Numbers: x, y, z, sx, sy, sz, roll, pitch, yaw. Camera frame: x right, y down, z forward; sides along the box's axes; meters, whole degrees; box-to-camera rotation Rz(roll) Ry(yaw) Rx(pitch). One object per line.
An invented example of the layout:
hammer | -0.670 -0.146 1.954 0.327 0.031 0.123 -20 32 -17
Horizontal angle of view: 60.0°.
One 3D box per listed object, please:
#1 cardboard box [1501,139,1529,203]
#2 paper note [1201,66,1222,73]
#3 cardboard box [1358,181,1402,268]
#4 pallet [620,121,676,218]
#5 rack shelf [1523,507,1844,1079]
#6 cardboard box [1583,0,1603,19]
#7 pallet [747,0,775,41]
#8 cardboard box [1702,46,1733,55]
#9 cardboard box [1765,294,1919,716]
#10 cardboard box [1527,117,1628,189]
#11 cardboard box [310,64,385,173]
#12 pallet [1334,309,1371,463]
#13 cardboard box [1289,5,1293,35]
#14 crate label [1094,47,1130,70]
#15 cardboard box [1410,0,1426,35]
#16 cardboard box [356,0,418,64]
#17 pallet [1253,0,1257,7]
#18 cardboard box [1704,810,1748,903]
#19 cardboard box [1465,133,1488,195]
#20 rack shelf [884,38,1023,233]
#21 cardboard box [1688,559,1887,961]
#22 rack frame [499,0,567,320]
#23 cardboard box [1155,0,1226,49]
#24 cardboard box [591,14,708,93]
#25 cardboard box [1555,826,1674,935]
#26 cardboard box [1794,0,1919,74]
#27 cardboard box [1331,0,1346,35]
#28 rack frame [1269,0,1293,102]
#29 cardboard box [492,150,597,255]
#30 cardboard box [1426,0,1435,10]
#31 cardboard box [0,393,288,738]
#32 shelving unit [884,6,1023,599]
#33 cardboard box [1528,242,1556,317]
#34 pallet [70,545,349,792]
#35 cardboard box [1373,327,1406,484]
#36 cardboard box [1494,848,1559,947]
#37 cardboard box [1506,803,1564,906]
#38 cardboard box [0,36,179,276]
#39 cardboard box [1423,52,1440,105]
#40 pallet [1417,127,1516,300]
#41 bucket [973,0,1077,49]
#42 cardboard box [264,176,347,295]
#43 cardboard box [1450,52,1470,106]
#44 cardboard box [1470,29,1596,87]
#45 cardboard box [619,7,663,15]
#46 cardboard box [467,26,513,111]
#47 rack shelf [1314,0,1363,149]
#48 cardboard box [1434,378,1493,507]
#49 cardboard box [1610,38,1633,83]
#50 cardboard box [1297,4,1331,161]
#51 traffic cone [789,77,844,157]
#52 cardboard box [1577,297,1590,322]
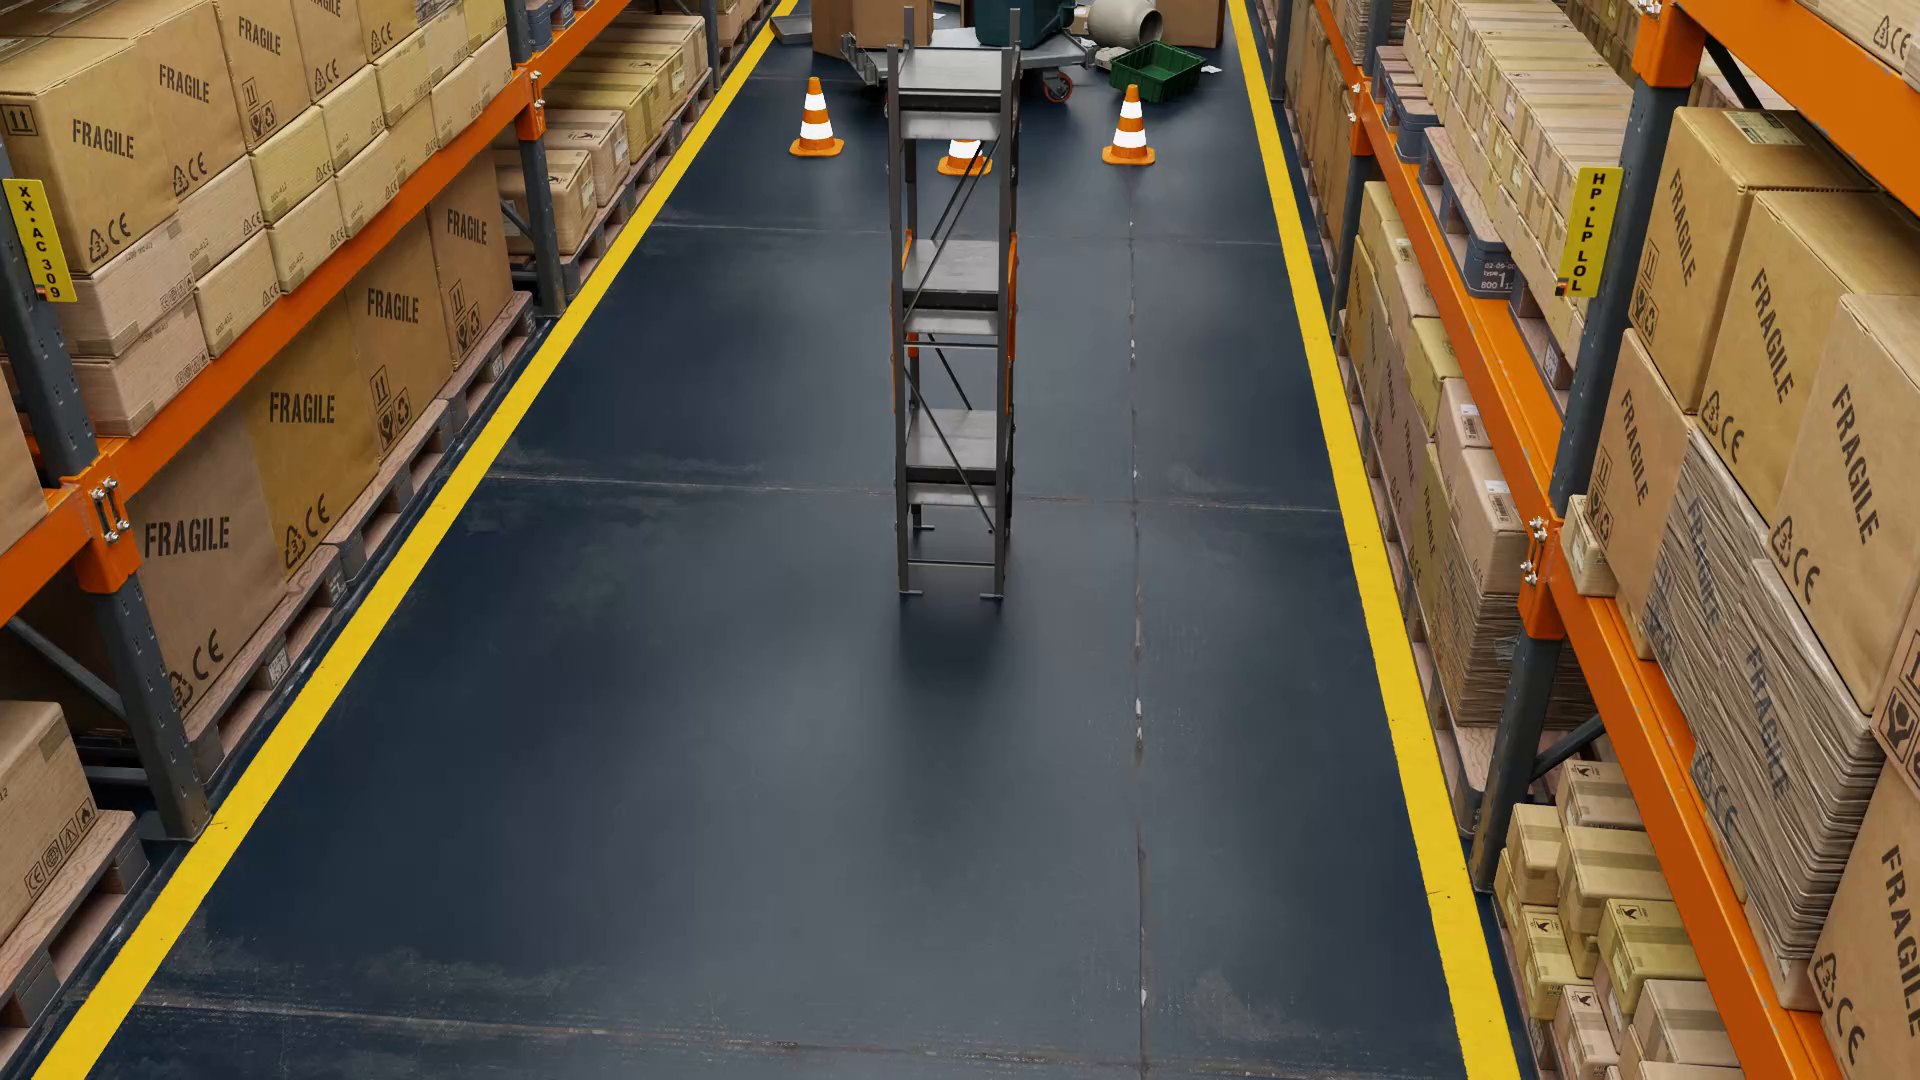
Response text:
cardboard box | 1.975 -1.180 5.362 0.380 0.149 0.250 1 32 1
paper note | 1.859 -3.528 12.446 0.147 0.020 0.142 -20 37 -29
cardboard box | 2.084 -1.394 7.420 0.500 0.250 0.500 1 32 2
pallet | -2.393 -2.326 10.324 1.003 0.211 1.213 2 32 4
rack shelf | 1.893 1.133 2.737 1.077 0.370 4.000 2 32 4
cardboard box | 2.776 -2.228 6.779 0.380 0.149 0.250 2 32 3
pallet | -2.118 -4.366 13.633 1.003 0.211 1.213 2 32 4
cardboard box | 2.691 -1.683 5.895 0.380 0.149 0.250 4 32 6
cardboard box | 1.677 -0.054 2.647 0.500 0.500 0.500 3 32 5
cardboard box | 1.959 -1.175 5.069 0.380 0.149 0.250 2 32 4
cardboard box | -2.448 -1.545 6.065 0.500 0.250 0.500 2 32 2
pallet | 2.316 -0.715 7.708 1.003 0.211 1.213 2 32 4
cardboard box | 2.828 -4.002 12.010 0.875 0.875 0.875 3 32 5
crate label | 1.165 -3.601 12.463 0.298 0.136 0.250 -20 37 -29
cardboard box | 2.142 -2.265 7.121 0.380 0.149 0.250 4 32 6
cardboard box | -2.422 -2.127 6.295 0.500 0.500 0.500 2 32 4
pallet | 3.046 -4.885 14.475 1.003 0.211 1.213 2 32 4
cardboard box | 1.677 0.573 3.200 0.380 0.149 0.250 3 32 5
cardboard box | 2.015 -1.327 5.884 0.380 0.149 0.250 1 32 2
rack shelf | -0.013 -1.392 5.699 0.431 0.518 0.480 2 32 4
cardboard box | 1.654 0.381 2.893 0.500 0.500 0.500 2 32 3
rack frame | -2.560 -2.469 7.897 1.000 3.000 0.127 2 32 4
cardboard box | 1.811 -4.194 13.077 0.500 0.500 0.500 8 32 12
cardboard box | -2.275 -3.346 11.425 0.950 0.372 0.625 3 32 5
cardboard box | 1.740 0.876 4.220 0.380 0.149 0.250 4 32 6
cardboard box | 1.724 -0.939 2.698 0.500 0.250 0.500 2 32 3
cardboard box | 2.193 -2.861 8.437 0.500 0.500 0.500 2 32 4
rack frame | 2.707 -4.402 11.034 1.000 3.000 0.127 2 32 4
cardboard box | -2.504 -1.824 8.955 0.950 0.372 0.625 0 32 1
cardboard box | 2.132 -2.261 6.832 0.380 0.149 0.250 2 32 3
cardboard box | -2.915 0.021 5.482 0.875 0.875 0.875 3 32 6
shelving unit | -0.013 -0.807 6.059 0.431 2.100 0.503 2 32 4
cardboard box | 1.934 -0.773 4.984 0.380 0.149 0.250 2 32 4
pallet | -2.898 0.403 5.895 1.003 0.211 1.213 2 32 4
cardboard box | 1.995 -0.534 6.740 0.500 0.500 0.500 2 32 3
cardboard box | 1.706 0.993 4.597 0.380 0.149 0.250 1 32 2
cardboard box | 1.707 0.866 4.520 0.380 0.149 0.250 4 32 6
cardboard box | -2.564 -1.063 4.568 0.500 0.500 0.500 3 32 5
cardboard box | 2.100 -1.875 6.773 0.380 0.149 0.250 4 32 6
pallet | 2.261 -1.192 6.008 1.003 0.211 1.213 2 32 4
bucket | 0.420 -3.825 11.769 0.726 0.611 0.620 14 44 21
cardboard box | -2.489 -1.070 5.770 0.500 0.250 0.500 2 32 4
cardboard box | 2.062 -1.721 6.239 0.380 0.149 0.250 3 32 4
cardboard box | 2.045 -1.715 5.945 0.380 0.149 0.250 3 32 5
cardboard box | -2.454 -3.889 12.422 0.500 0.250 0.500 4 32 6
cardboard box | -2.343 -2.129 7.489 0.500 0.250 0.500 1 32 2
rack shelf | 2.544 -3.050 9.525 1.077 0.370 4.000 2 32 4
cardboard box | 1.920 -0.321 5.679 0.500 0.250 0.500 4 32 6
cardboard box | 2.735 -1.823 6.404 0.380 0.149 0.250 3 32 4
cardboard box | 2.664 -2.790 10.163 1.050 0.750 0.750 2 32 4
traffic cone | -0.940 -2.772 10.807 0.336 0.463 0.334 2 32 4
cardboard box | 1.891 -0.634 4.475 0.380 0.149 0.250 3 32 5
